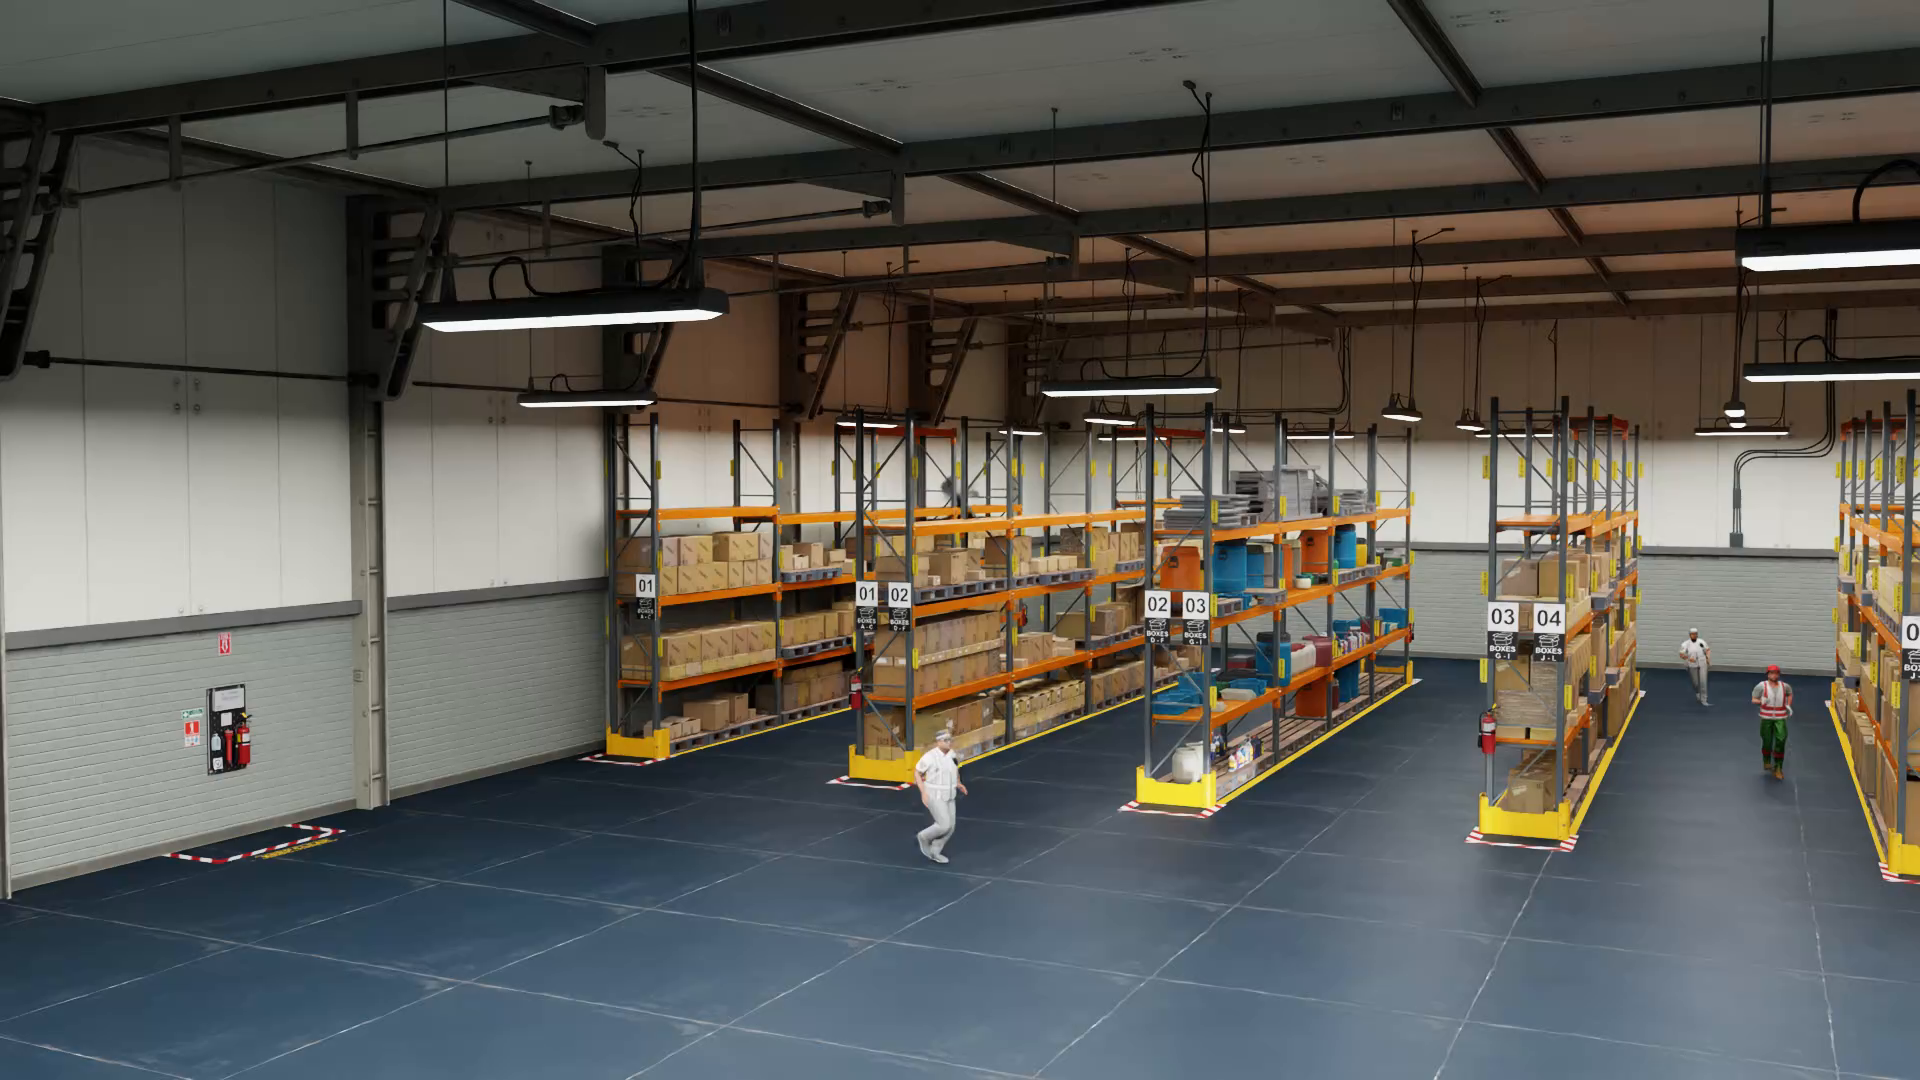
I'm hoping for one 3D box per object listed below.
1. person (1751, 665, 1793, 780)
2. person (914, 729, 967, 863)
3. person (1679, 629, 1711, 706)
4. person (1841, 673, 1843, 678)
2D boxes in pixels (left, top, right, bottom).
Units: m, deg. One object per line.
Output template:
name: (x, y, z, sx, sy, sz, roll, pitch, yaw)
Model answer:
person: (13.282, 2.953, 27.184, 0.638, 1.840, 0.774, 1, 3, 21)
person: (-0.217, 3.248, 21.129, 0.631, 1.726, 0.653, 2, 3, 44)
person: (15.767, 2.713, 35.667, 0.648, 1.643, 0.745, 1, 2, 16)
person: (19.311, 2.706, 35.881, 0.742, 1.607, 0.564, 1, 3, 20)
